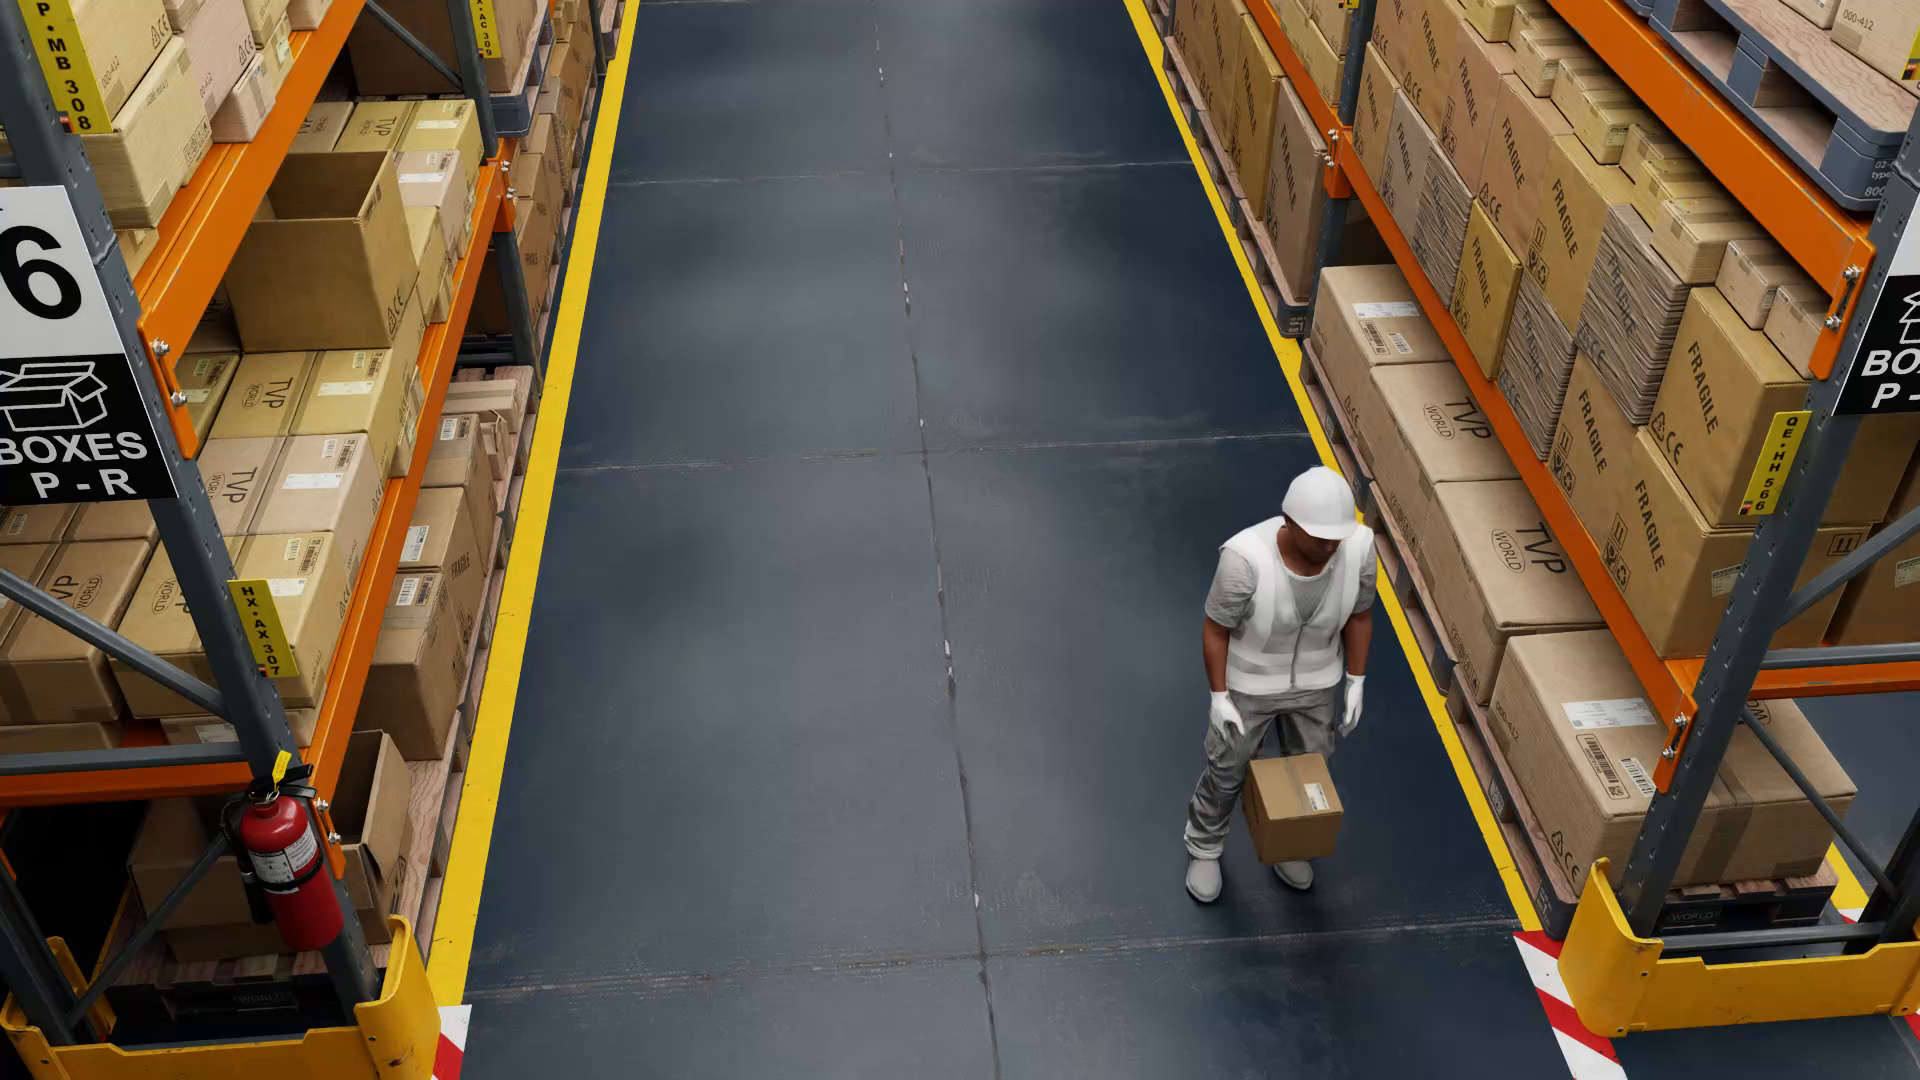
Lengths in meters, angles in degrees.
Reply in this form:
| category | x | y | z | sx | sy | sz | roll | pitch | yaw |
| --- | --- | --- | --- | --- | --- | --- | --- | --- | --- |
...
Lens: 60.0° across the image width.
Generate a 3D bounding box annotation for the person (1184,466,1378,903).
| category | x | y | z | sx | sy | sz | roll | pitch | yaw |
| --- | --- | --- | --- | --- | --- | --- | --- | --- | --- |
| person | 1.069 | 0.472 | 5.553 | 0.575 | 1.781 | 0.410 | -5 | 39 | -7 |
